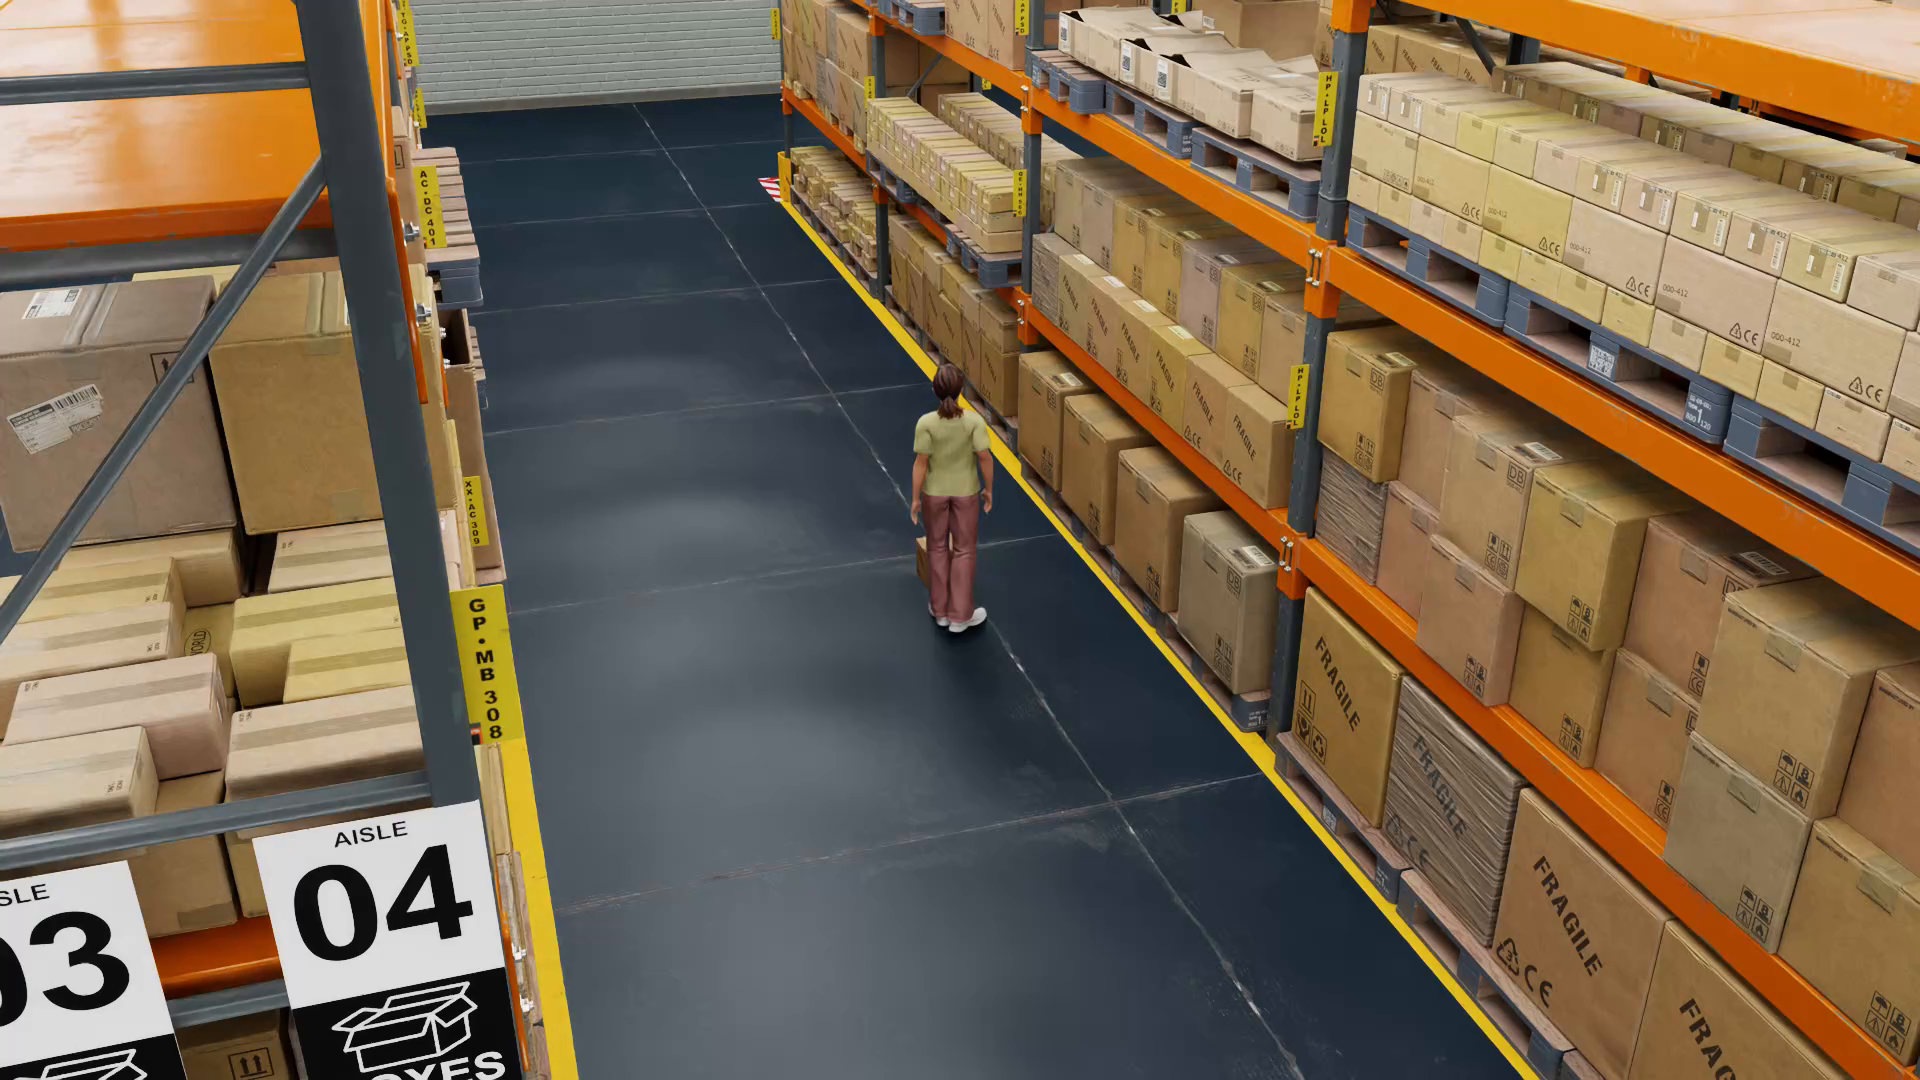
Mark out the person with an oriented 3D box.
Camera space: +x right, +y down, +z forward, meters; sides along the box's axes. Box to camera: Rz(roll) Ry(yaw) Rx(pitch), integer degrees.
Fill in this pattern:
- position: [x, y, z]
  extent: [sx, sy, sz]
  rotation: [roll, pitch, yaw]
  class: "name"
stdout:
- position: [-0.049, -0.257, 9.839]
  extent: [0.489, 1.667, 0.406]
  rotation: [-1, 26, -2]
  class: "person"
